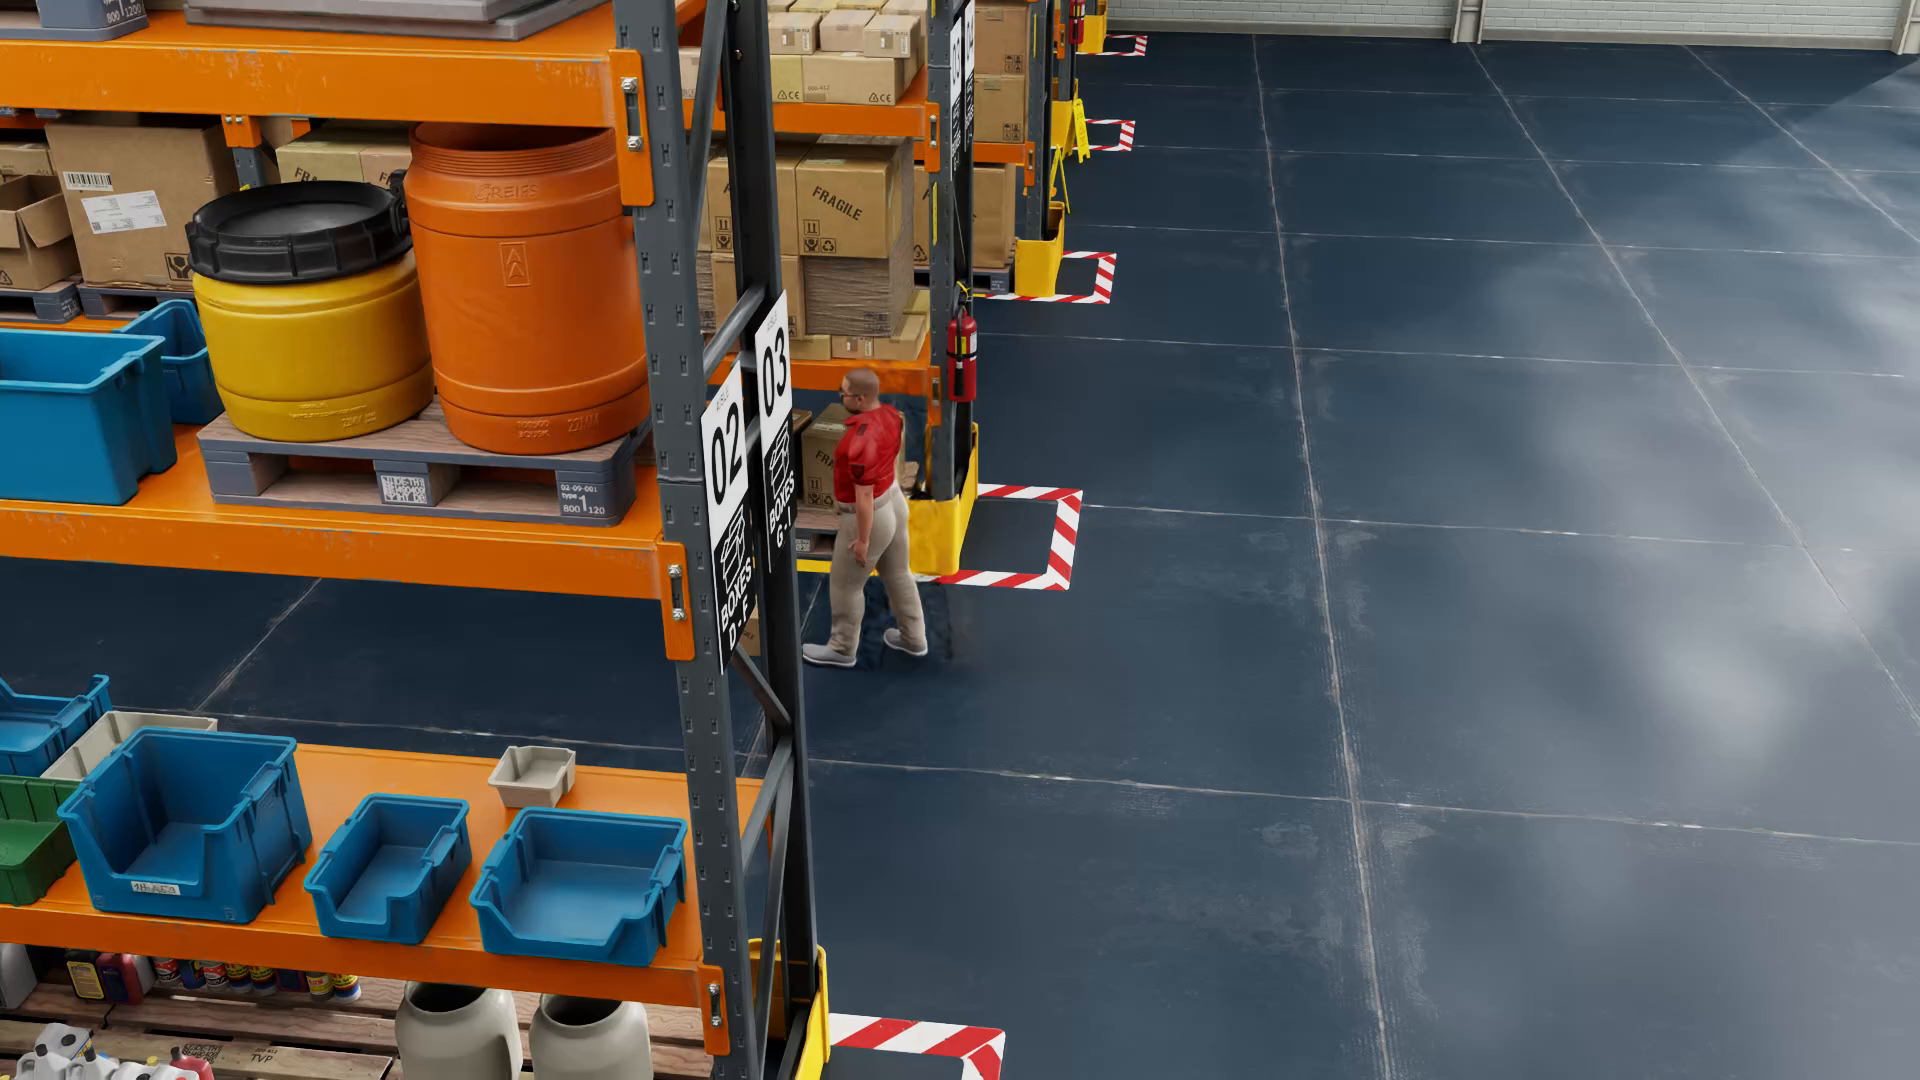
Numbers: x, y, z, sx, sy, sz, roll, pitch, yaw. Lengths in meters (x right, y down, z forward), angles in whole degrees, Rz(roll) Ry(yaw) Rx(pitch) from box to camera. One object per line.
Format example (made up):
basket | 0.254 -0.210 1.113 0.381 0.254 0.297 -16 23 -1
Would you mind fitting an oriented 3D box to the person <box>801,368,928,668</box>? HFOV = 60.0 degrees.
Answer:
person | -0.519 -0.123 8.842 0.665 1.716 0.533 11 30 20
